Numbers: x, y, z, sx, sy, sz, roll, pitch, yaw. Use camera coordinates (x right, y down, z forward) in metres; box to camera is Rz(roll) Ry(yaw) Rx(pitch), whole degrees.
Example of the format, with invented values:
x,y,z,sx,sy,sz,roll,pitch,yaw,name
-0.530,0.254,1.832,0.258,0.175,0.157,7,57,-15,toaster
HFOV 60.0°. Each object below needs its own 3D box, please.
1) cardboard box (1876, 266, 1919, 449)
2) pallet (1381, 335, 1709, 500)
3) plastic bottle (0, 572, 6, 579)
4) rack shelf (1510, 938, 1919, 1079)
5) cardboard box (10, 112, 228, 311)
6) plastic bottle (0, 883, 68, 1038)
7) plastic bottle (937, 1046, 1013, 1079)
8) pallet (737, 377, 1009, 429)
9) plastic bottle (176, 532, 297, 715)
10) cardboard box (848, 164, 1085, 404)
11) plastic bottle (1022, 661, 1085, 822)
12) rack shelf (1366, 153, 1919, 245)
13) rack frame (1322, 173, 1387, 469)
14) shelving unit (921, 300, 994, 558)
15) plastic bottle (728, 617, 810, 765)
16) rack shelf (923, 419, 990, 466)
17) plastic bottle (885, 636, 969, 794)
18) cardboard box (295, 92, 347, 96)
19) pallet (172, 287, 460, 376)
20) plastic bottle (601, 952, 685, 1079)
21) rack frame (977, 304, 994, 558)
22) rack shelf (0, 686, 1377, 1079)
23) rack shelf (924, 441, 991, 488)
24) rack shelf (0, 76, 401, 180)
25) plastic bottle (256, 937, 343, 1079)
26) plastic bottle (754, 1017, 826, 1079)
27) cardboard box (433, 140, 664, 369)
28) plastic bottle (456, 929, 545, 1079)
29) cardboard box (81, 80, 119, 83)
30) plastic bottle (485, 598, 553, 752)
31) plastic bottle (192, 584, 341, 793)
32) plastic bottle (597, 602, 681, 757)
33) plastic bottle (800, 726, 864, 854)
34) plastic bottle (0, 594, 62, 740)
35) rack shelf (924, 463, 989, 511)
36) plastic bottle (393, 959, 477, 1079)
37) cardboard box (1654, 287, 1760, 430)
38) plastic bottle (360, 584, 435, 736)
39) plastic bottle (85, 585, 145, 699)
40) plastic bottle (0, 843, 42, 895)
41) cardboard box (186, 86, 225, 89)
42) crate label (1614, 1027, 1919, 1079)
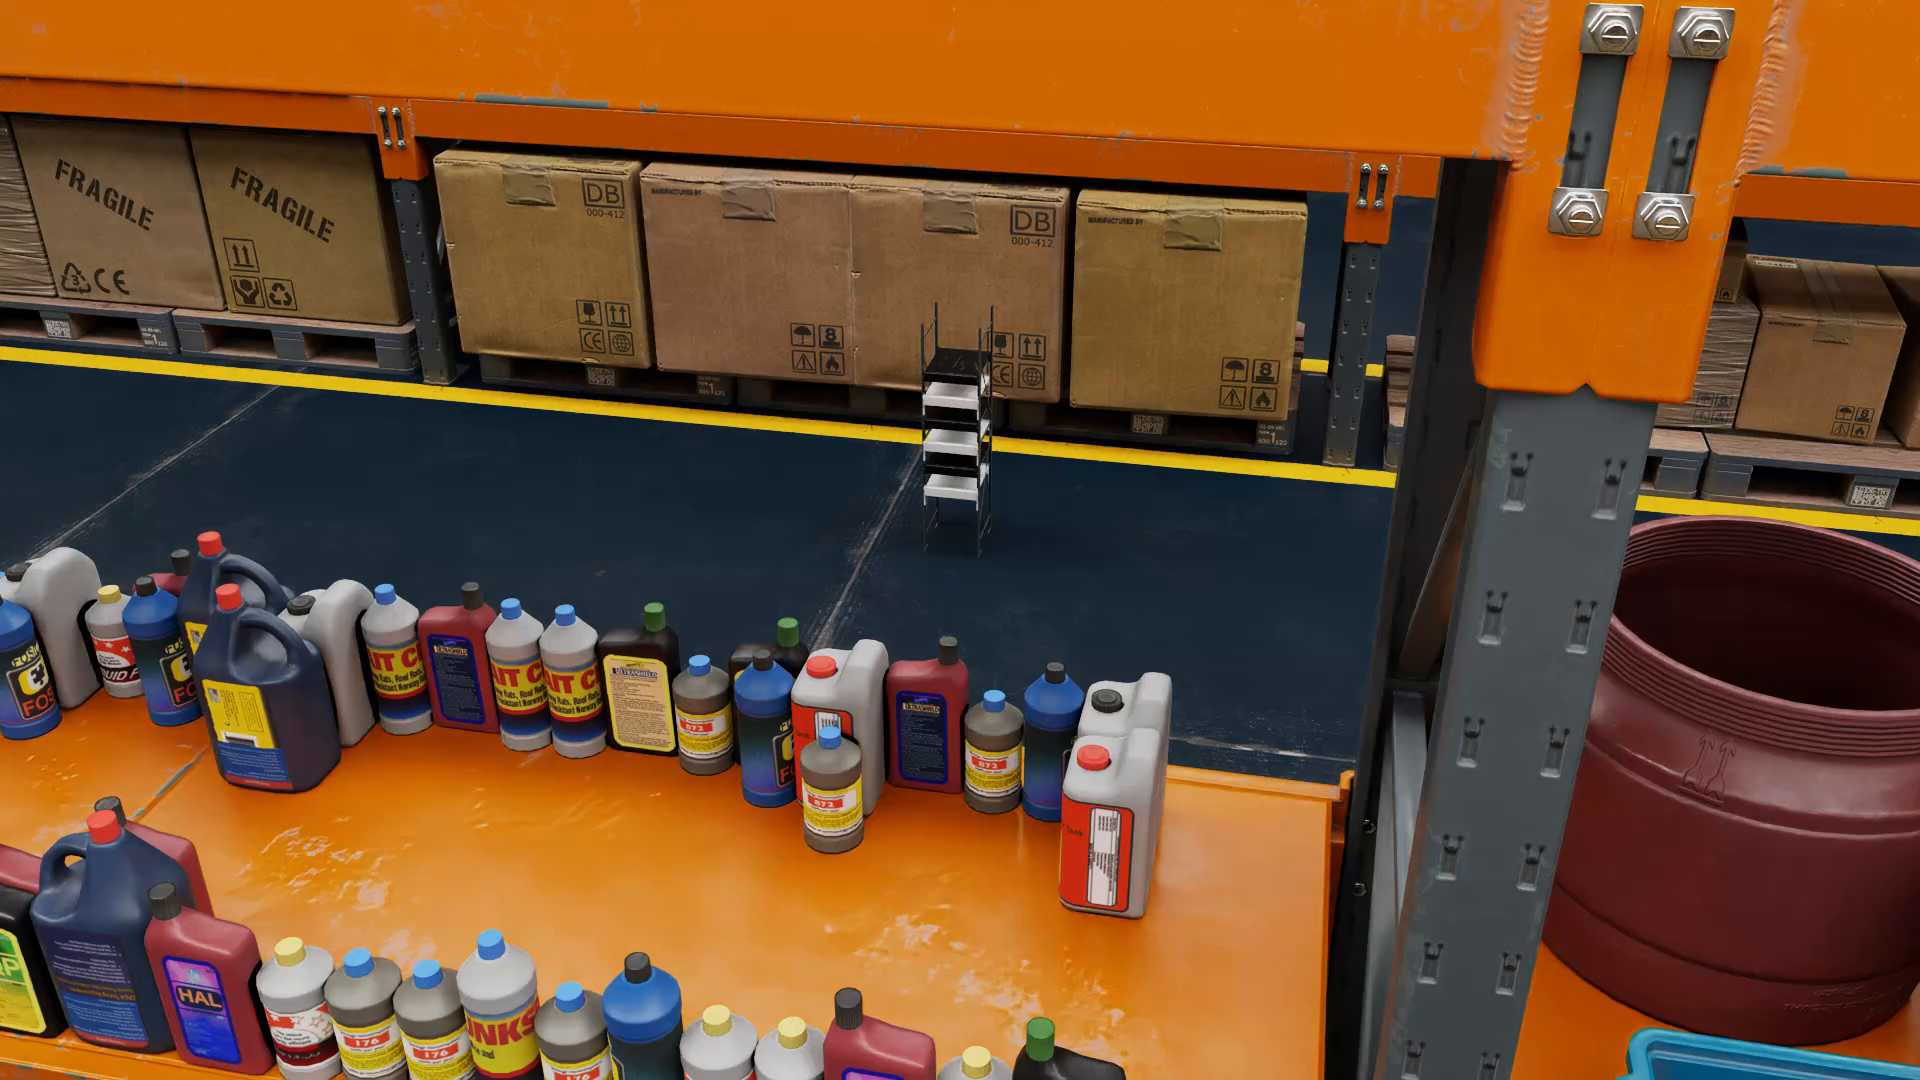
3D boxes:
x,y,z,sx,sy,sz,roll,pitch,yaw,name
3.954,-0.725,6.596,0.500,0.500,0.700,3,29,6,cardboard box
2.412,-0.543,7.023,1.213,0.211,1.003,6,29,11,pallet
-1.744,0.154,3.053,0.097,0.201,0.097,0,29,0,plastic bottle
2.570,0.997,2.055,4.000,0.370,1.077,6,29,11,rack shelf
-3.773,-1.693,7.994,0.875,0.875,0.875,6,29,11,cardboard box
-1.300,0.545,2.253,0.133,0.283,0.061,6,29,11,plastic bottle
0.020,0.707,2.041,0.097,0.201,0.097,0,29,0,plastic bottle
-0.297,-0.860,7.602,1.213,0.211,1.003,6,29,11,pallet
-1.254,0.150,2.904,0.185,0.351,0.144,6,29,11,plastic bottle
0.107,-1.270,7.221,0.875,0.875,1.225,6,29,11,cardboard box
0.150,0.317,2.681,0.097,0.271,0.097,0,29,0,plastic bottle
3.604,-1.329,6.304,4.000,0.370,1.077,6,29,11,rack shelf
1.648,-1.846,6.498,0.127,3.000,1.000,6,29,11,rack frame
-0.008,-0.396,6.035,0.210,0.900,0.258,6,29,11,shelving unit
-0.316,0.255,2.782,0.133,0.283,0.061,6,29,11,plastic bottle
-0.008,-0.366,6.051,0.200,0.077,0.258,6,29,11,rack shelf
-0.054,0.282,2.733,0.133,0.283,0.061,6,29,11,plastic bottle
-2.630,-2.013,7.065,0.250,0.149,0.380,6,29,11,cardboard box
-2.991,-1.137,8.106,1.213,0.211,1.003,6,29,11,pallet
-0.396,0.634,2.103,0.097,0.271,0.097,0,29,0,plastic bottle
0.091,-0.385,6.017,0.006,0.900,0.240,6,29,11,rack frame
-1.342,0.595,2.788,4.000,0.370,1.077,6,29,11,rack shelf
-0.008,-0.287,6.095,0.200,0.077,0.258,6,29,11,rack shelf
-4.220,-2.132,7.769,4.000,0.370,1.077,6,29,11,rack shelf
-0.872,0.616,2.209,0.097,0.201,0.097,0,29,0,plastic bottle
-0.206,0.684,2.084,0.097,0.201,0.097,0,29,0,plastic bottle
-1.634,-1.444,7.539,0.875,0.875,1.225,6,29,11,cardboard box
-0.587,0.614,2.138,0.097,0.271,0.097,0,29,0,plastic bottle
-3.637,-2.116,7.253,0.250,0.149,0.380,6,29,12,cardboard box
-0.754,0.225,2.850,0.097,0.271,0.097,0,29,0,plastic bottle
-1.154,0.235,2.749,0.185,0.351,0.144,6,29,11,plastic bottle
-0.542,0.232,2.824,0.133,0.283,0.061,6,29,11,plastic bottle
-0.202,0.386,2.627,0.097,0.201,0.097,0,29,0,plastic bottle
-1.644,0.208,2.881,0.097,0.271,0.097,0,29,0,plastic bottle
-0.008,-0.208,6.138,0.200,0.077,0.258,6,29,11,rack shelf
-0.682,0.635,2.173,0.097,0.201,0.097,0,29,0,plastic bottle
2.852,-0.835,6.796,0.500,0.500,0.700,3,29,6,cardboard box
-0.979,0.201,2.893,0.097,0.271,0.097,0,29,0,plastic bottle
-1.517,0.177,3.010,0.097,0.201,0.097,0,29,0,plastic bottle
-1.287,0.516,2.305,0.133,0.283,0.061,6,29,11,plastic bottle
-3.133,-2.065,7.159,0.250,0.149,0.380,5,29,10,cardboard box
0.947,0.772,1.890,0.416,0.233,0.303,6,29,11,crate label
